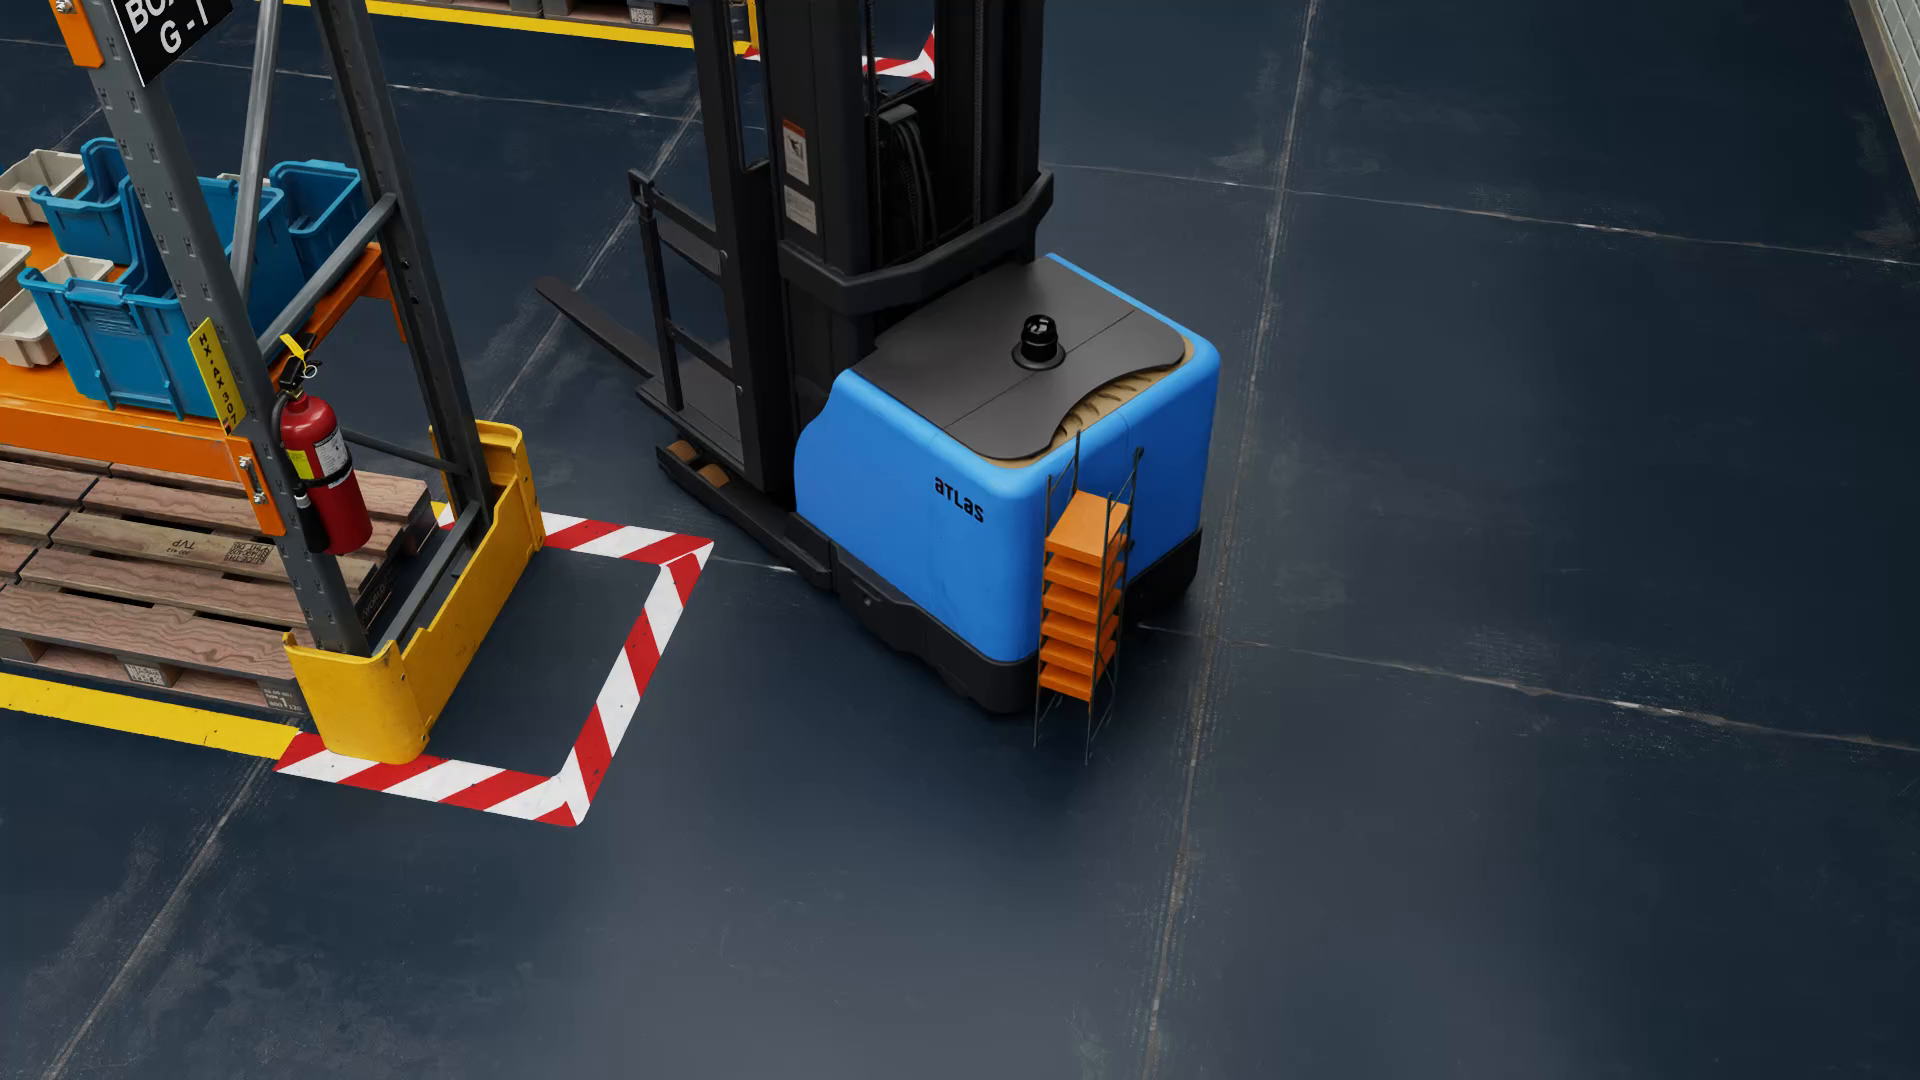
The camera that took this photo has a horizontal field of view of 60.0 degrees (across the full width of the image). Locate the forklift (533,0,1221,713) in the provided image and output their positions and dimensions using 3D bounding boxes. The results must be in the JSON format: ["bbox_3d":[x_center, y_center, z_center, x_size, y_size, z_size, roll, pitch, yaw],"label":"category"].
[{"bbox_3d":[-0.527,-1.403,5.594,1.130,2.935,3.031,-34,53,-30],"label":"forklift"}]

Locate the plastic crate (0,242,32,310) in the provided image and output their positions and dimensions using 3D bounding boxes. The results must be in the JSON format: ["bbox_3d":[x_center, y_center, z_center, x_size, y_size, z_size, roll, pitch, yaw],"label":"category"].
[{"bbox_3d":[-2.982,-0.728,4.990,0.243,0.136,0.396,9,45,9],"label":"plastic crate"}]

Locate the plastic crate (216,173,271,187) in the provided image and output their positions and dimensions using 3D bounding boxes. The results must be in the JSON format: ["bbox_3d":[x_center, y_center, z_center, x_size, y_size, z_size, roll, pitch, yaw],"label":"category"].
[{"bbox_3d":[-2.331,-1.038,5.313,0.298,0.136,0.250,9,45,9],"label":"plastic crate"}]

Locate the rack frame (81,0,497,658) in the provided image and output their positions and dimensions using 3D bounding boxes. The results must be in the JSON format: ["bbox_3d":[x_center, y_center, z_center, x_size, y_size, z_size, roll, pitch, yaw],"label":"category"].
[{"bbox_3d":[-1.867,-0.747,4.863,0.127,3.000,1.000,9,45,9],"label":"rack frame"}]

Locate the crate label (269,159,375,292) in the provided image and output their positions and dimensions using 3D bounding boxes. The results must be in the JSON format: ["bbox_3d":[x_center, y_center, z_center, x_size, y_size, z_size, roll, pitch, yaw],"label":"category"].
[{"bbox_3d":[-2.036,-0.968,5.171,0.303,0.233,0.416,9,45,9],"label":"crate label"}]

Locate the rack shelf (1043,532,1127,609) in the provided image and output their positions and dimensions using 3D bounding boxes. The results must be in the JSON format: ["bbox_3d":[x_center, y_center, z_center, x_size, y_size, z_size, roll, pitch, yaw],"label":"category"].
[{"bbox_3d":[0.383,0.067,5.033,0.180,0.103,0.258,18,47,18],"label":"rack shelf"}]

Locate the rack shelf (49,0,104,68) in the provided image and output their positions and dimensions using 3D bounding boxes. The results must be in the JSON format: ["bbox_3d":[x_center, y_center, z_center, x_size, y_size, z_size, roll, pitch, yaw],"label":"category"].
[{"bbox_3d":[-3.818,-1.871,4.387,4.000,0.370,1.077,9,45,9],"label":"rack shelf"}]

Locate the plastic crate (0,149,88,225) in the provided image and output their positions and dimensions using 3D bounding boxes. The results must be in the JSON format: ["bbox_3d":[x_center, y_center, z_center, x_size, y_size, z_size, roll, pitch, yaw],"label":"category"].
[{"bbox_3d":[-2.993,-1.141,5.419,0.298,0.136,0.250,9,45,9],"label":"plastic crate"}]

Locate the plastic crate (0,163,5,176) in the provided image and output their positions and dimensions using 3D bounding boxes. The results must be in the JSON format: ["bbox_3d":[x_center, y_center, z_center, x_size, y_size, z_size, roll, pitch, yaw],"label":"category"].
[{"bbox_3d":[-3.321,-1.168,5.378,0.300,0.233,0.416,9,45,9],"label":"plastic crate"}]

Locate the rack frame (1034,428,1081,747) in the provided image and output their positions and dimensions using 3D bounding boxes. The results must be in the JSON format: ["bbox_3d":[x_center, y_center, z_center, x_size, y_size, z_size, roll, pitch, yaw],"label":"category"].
[{"bbox_3d":[0.300,0.181,5.197,0.006,1.200,0.240,18,47,18],"label":"rack frame"}]

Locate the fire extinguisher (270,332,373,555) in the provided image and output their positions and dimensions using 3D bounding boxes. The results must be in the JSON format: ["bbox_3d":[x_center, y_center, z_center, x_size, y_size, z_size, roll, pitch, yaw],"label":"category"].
[{"bbox_3d":[-1.819,-0.254,4.676,0.183,0.674,0.296,9,45,9],"label":"fire extinguisher"}]

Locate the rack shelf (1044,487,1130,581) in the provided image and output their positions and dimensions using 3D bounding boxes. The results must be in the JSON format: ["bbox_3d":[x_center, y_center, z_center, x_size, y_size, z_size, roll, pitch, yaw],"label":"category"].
[{"bbox_3d":[0.383,-0.019,4.950,0.180,0.103,0.258,18,47,18],"label":"rack shelf"}]

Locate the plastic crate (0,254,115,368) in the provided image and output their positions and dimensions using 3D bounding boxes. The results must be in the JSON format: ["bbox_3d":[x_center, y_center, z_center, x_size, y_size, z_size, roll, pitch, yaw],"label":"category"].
[{"bbox_3d":[-2.702,-0.674,4.935,0.243,0.136,0.396,9,45,9],"label":"plastic crate"}]

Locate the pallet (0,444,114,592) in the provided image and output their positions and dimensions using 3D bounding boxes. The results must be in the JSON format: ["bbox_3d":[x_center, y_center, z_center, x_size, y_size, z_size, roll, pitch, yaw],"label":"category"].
[{"bbox_3d":[-3.850,-0.080,6.180,1.213,0.211,1.003,9,45,9],"label":"pallet"}]

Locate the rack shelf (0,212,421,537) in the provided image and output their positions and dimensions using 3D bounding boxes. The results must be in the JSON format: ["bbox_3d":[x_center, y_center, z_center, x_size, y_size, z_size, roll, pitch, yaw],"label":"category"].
[{"bbox_3d":[-3.818,-0.791,5.427,4.000,0.370,1.077,9,45,9],"label":"rack shelf"}]

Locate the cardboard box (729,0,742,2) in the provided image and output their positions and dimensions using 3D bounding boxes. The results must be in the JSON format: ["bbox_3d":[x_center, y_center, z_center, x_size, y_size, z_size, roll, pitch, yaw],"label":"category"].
[{"bbox_3d":[-1.366,-3.272,8.972,0.500,0.500,0.500,9,45,9],"label":"cardboard box"}]

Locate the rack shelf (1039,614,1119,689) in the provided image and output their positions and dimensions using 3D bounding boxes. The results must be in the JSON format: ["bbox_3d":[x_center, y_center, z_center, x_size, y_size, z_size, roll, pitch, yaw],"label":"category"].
[{"bbox_3d":[0.383,0.326,5.283,0.180,0.103,0.258,18,47,18],"label":"rack shelf"}]

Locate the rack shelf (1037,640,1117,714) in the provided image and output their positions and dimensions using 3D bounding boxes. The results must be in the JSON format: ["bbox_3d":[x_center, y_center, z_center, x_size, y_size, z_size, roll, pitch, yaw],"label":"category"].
[{"bbox_3d":[0.383,0.413,5.366,0.180,0.103,0.258,18,47,18],"label":"rack shelf"}]

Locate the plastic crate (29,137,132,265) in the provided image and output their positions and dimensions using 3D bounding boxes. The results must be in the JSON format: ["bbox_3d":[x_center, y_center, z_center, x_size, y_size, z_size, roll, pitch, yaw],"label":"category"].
[{"bbox_3d":[-2.678,-1.068,5.274,0.300,0.233,0.416,9,45,9],"label":"plastic crate"}]

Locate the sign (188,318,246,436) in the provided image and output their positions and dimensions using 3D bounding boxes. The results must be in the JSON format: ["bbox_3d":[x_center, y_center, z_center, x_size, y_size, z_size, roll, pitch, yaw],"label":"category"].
[{"bbox_3d":[-1.971,-0.431,4.417,0.005,0.325,0.100,9,45,9],"label":"sign"}]

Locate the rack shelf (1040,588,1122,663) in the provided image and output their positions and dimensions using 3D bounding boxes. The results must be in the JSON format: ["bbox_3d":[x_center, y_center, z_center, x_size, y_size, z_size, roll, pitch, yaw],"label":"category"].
[{"bbox_3d":[0.383,0.240,5.200,0.180,0.103,0.258,18,47,18],"label":"rack shelf"}]

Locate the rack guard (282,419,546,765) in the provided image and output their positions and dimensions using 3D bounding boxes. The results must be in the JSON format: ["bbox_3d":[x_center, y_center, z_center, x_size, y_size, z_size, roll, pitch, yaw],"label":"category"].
[{"bbox_3d":[-1.840,0.149,5.735,0.348,0.500,1.175,9,45,9],"label":"rack guard"}]

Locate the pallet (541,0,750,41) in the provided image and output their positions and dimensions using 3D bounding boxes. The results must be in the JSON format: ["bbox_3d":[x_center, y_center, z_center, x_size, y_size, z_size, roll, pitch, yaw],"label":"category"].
[{"bbox_3d":[-1.634,-3.225,9.449,1.213,0.211,1.003,9,45,9],"label":"pallet"}]

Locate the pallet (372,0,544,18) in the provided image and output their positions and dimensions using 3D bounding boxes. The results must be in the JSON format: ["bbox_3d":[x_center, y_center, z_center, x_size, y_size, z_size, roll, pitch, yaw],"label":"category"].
[{"bbox_3d":[-2.821,-3.412,9.642,1.213,0.211,1.003,9,45,9],"label":"pallet"}]

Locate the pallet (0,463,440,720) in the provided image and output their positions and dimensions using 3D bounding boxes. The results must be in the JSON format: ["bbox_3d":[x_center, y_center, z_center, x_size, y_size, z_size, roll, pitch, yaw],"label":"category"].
[{"bbox_3d":[-2.663,0.107,5.987,1.213,0.211,1.003,9,45,9],"label":"pallet"}]

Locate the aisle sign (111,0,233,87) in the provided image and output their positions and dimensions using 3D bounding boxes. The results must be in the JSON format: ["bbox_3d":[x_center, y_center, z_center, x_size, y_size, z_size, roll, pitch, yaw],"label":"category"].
[{"bbox_3d":[-1.860,-1.474,3.744,0.004,0.787,0.394,9,45,9],"label":"aisle sign"}]

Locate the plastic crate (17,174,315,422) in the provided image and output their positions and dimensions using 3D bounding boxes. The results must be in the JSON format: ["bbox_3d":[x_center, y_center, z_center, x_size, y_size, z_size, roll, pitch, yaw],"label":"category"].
[{"bbox_3d":[-2.234,-0.706,4.751,0.499,0.435,0.616,9,45,9],"label":"plastic crate"}]

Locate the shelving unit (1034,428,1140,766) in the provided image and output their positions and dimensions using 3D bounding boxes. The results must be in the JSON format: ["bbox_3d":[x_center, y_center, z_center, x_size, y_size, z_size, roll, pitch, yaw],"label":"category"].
[{"bbox_3d":[0.383,0.208,5.169,0.189,1.200,0.258,18,47,18],"label":"shelving unit"}]

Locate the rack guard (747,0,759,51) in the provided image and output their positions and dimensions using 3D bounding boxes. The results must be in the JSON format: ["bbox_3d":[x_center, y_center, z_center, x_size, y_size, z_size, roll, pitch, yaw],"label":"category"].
[{"bbox_3d":[-0.856,-3.209,9.224,0.348,0.500,1.175,9,45,9],"label":"rack guard"}]

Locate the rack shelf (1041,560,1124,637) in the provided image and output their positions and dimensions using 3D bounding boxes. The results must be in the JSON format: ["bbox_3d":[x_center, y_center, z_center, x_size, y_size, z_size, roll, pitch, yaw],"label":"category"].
[{"bbox_3d":[0.383,0.154,5.116,0.180,0.103,0.258,18,47,18],"label":"rack shelf"}]

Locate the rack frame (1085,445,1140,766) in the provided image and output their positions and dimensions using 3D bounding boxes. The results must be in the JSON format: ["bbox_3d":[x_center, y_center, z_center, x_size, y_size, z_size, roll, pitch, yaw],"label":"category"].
[{"bbox_3d":[0.466,0.235,5.141,0.006,1.200,0.240,18,47,18],"label":"rack frame"}]
